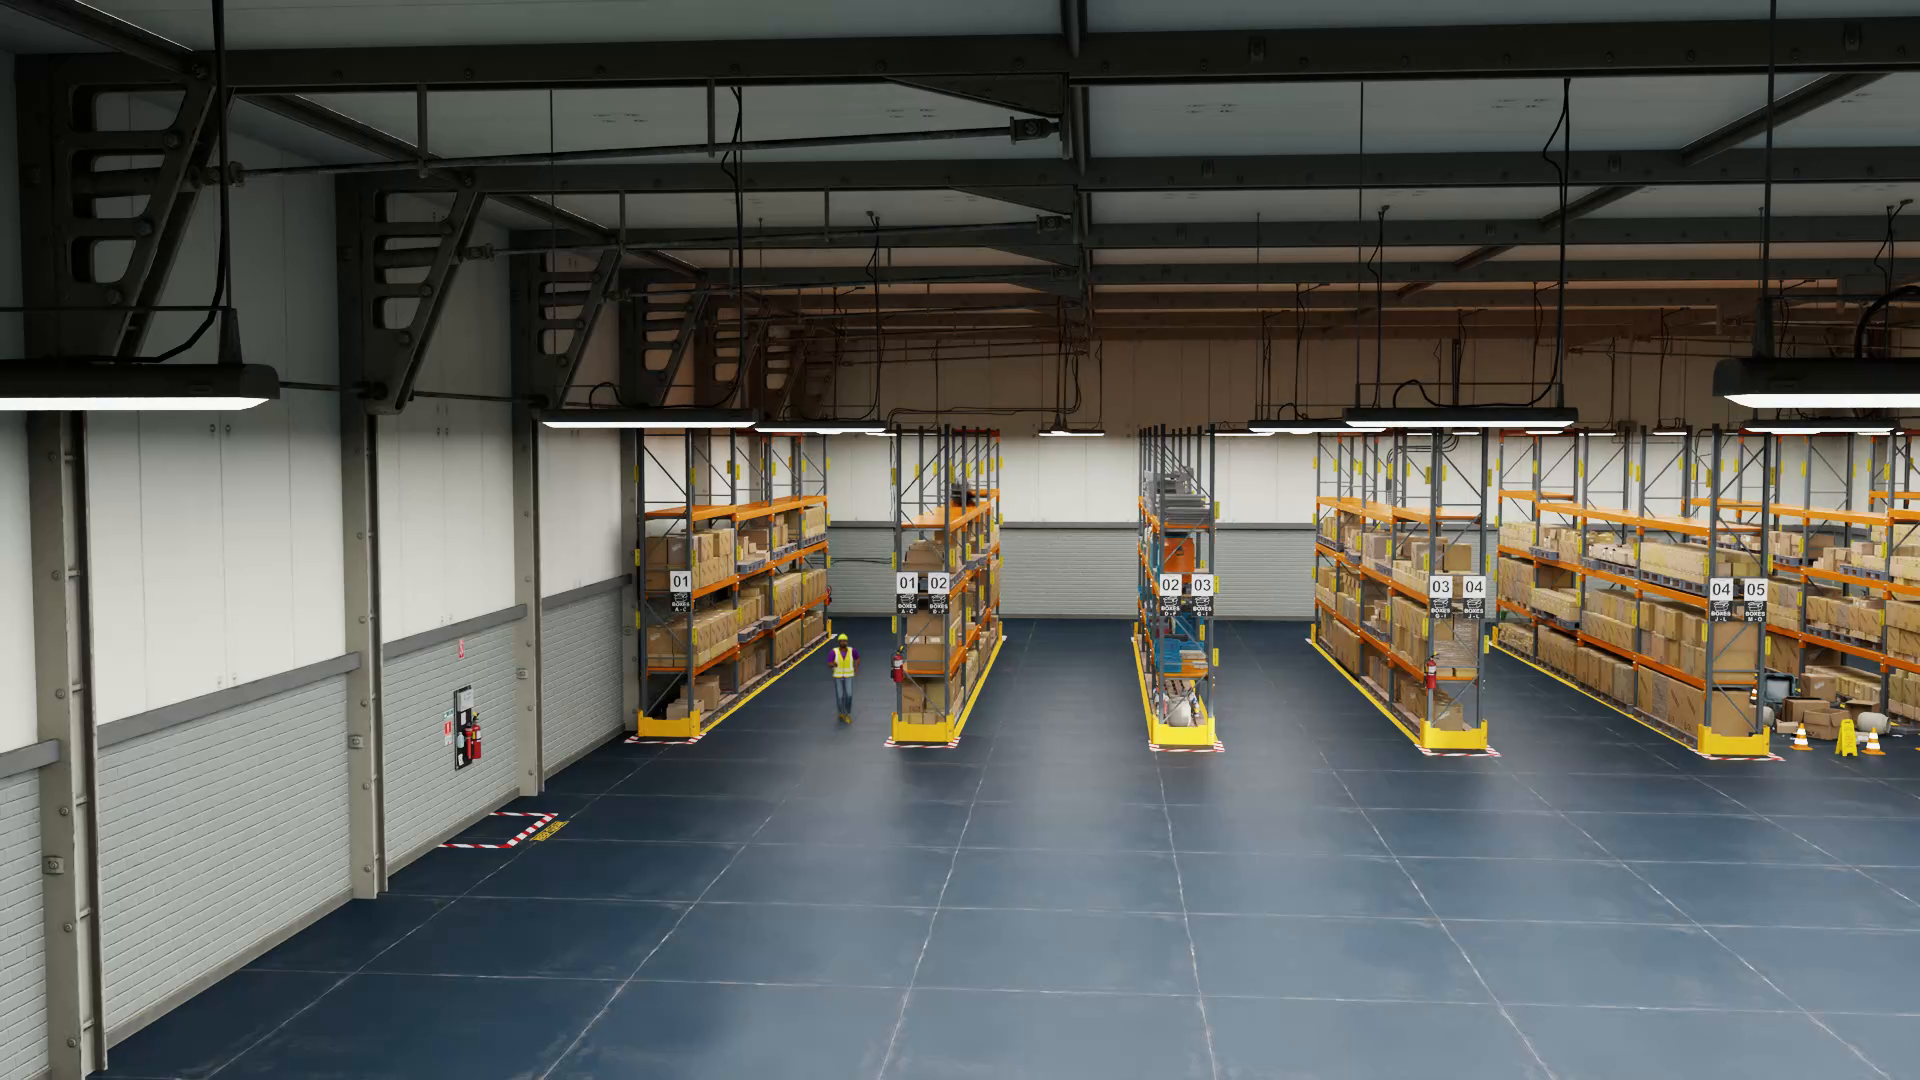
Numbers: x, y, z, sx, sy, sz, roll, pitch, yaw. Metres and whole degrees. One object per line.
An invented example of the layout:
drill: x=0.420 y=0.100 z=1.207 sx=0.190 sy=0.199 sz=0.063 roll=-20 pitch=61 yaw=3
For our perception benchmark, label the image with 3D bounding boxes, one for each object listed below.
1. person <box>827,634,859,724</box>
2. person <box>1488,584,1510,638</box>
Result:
person: x=-2.361 y=2.799 z=33.622 sx=0.656 sy=1.812 sz=0.556 roll=0 pitch=3 yaw=-4
person: x=15.423 y=1.984 z=47.593 sx=0.741 sy=1.682 sz=0.953 roll=1 pitch=4 yaw=14
